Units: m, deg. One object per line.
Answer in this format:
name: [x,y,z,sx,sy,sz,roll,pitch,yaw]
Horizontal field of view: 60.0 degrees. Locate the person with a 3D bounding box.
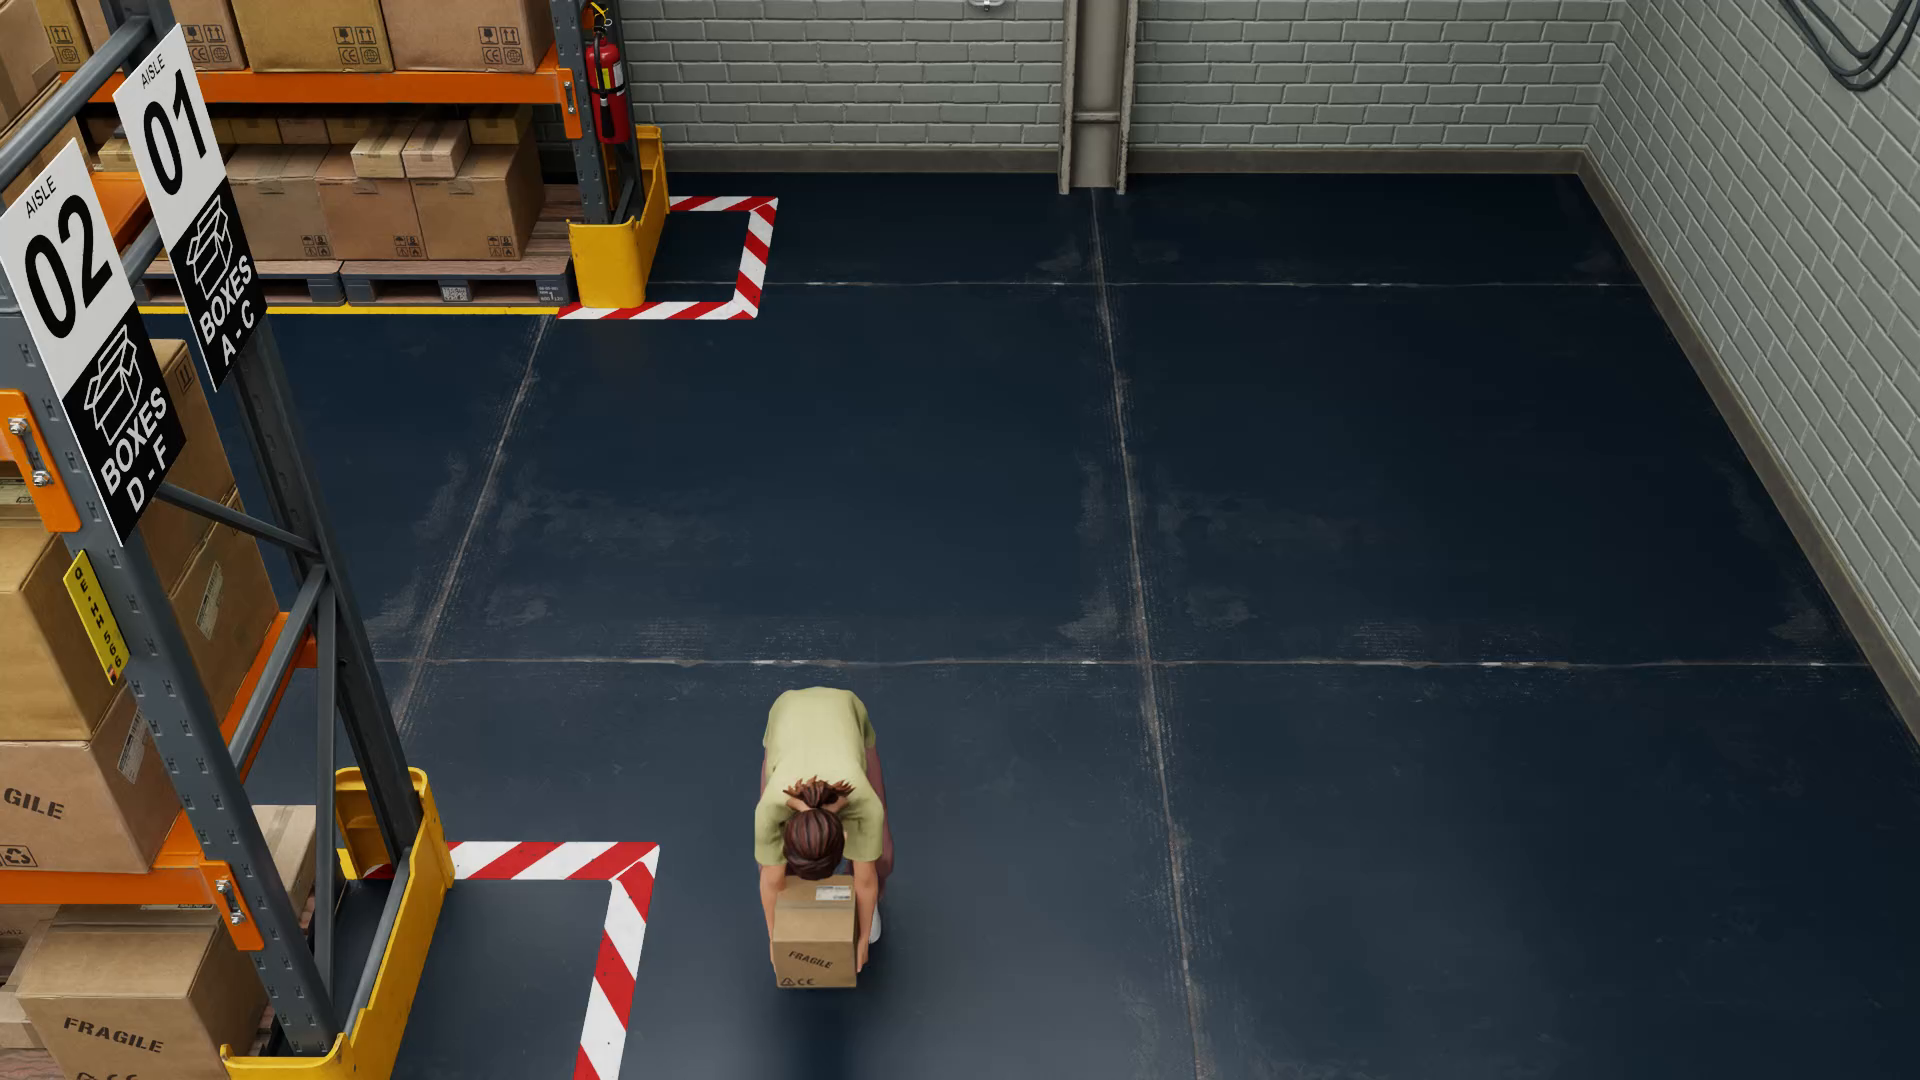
person: [-0.441,1.010,5.389,0.448,1.104,0.860,-2,40,-2]
